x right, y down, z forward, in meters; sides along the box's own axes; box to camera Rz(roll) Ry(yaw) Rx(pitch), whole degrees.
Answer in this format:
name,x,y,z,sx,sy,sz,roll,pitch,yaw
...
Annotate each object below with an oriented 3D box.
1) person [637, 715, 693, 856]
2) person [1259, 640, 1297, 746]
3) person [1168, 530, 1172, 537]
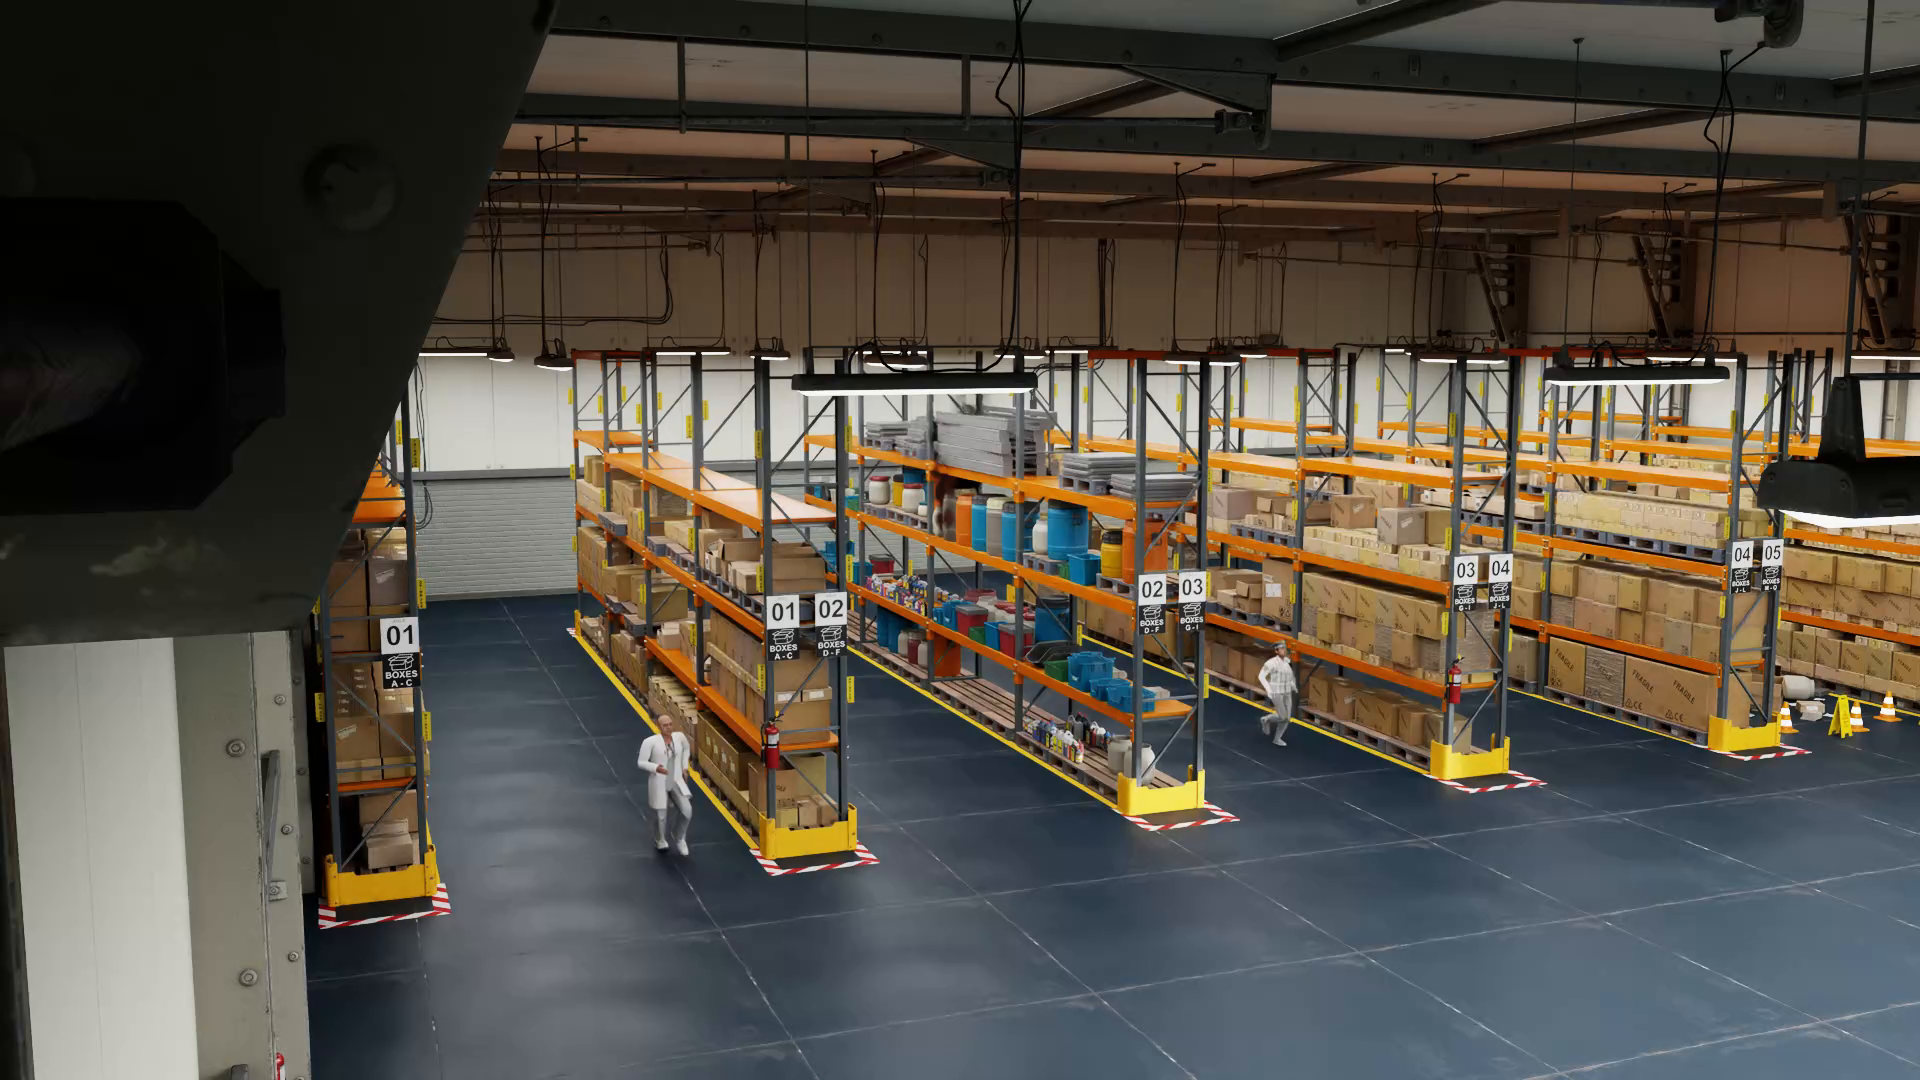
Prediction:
name,x,y,z,sx,sy,sz,roll,pitch,yaw
person,-3.539,2.970,20.102,0.736,1.756,0.814,-4,8,-29
person,4.925,2.344,25.608,0.618,1.652,0.550,-4,8,-28
person,4.704,0.583,39.509,0.863,1.682,0.572,0,7,0
